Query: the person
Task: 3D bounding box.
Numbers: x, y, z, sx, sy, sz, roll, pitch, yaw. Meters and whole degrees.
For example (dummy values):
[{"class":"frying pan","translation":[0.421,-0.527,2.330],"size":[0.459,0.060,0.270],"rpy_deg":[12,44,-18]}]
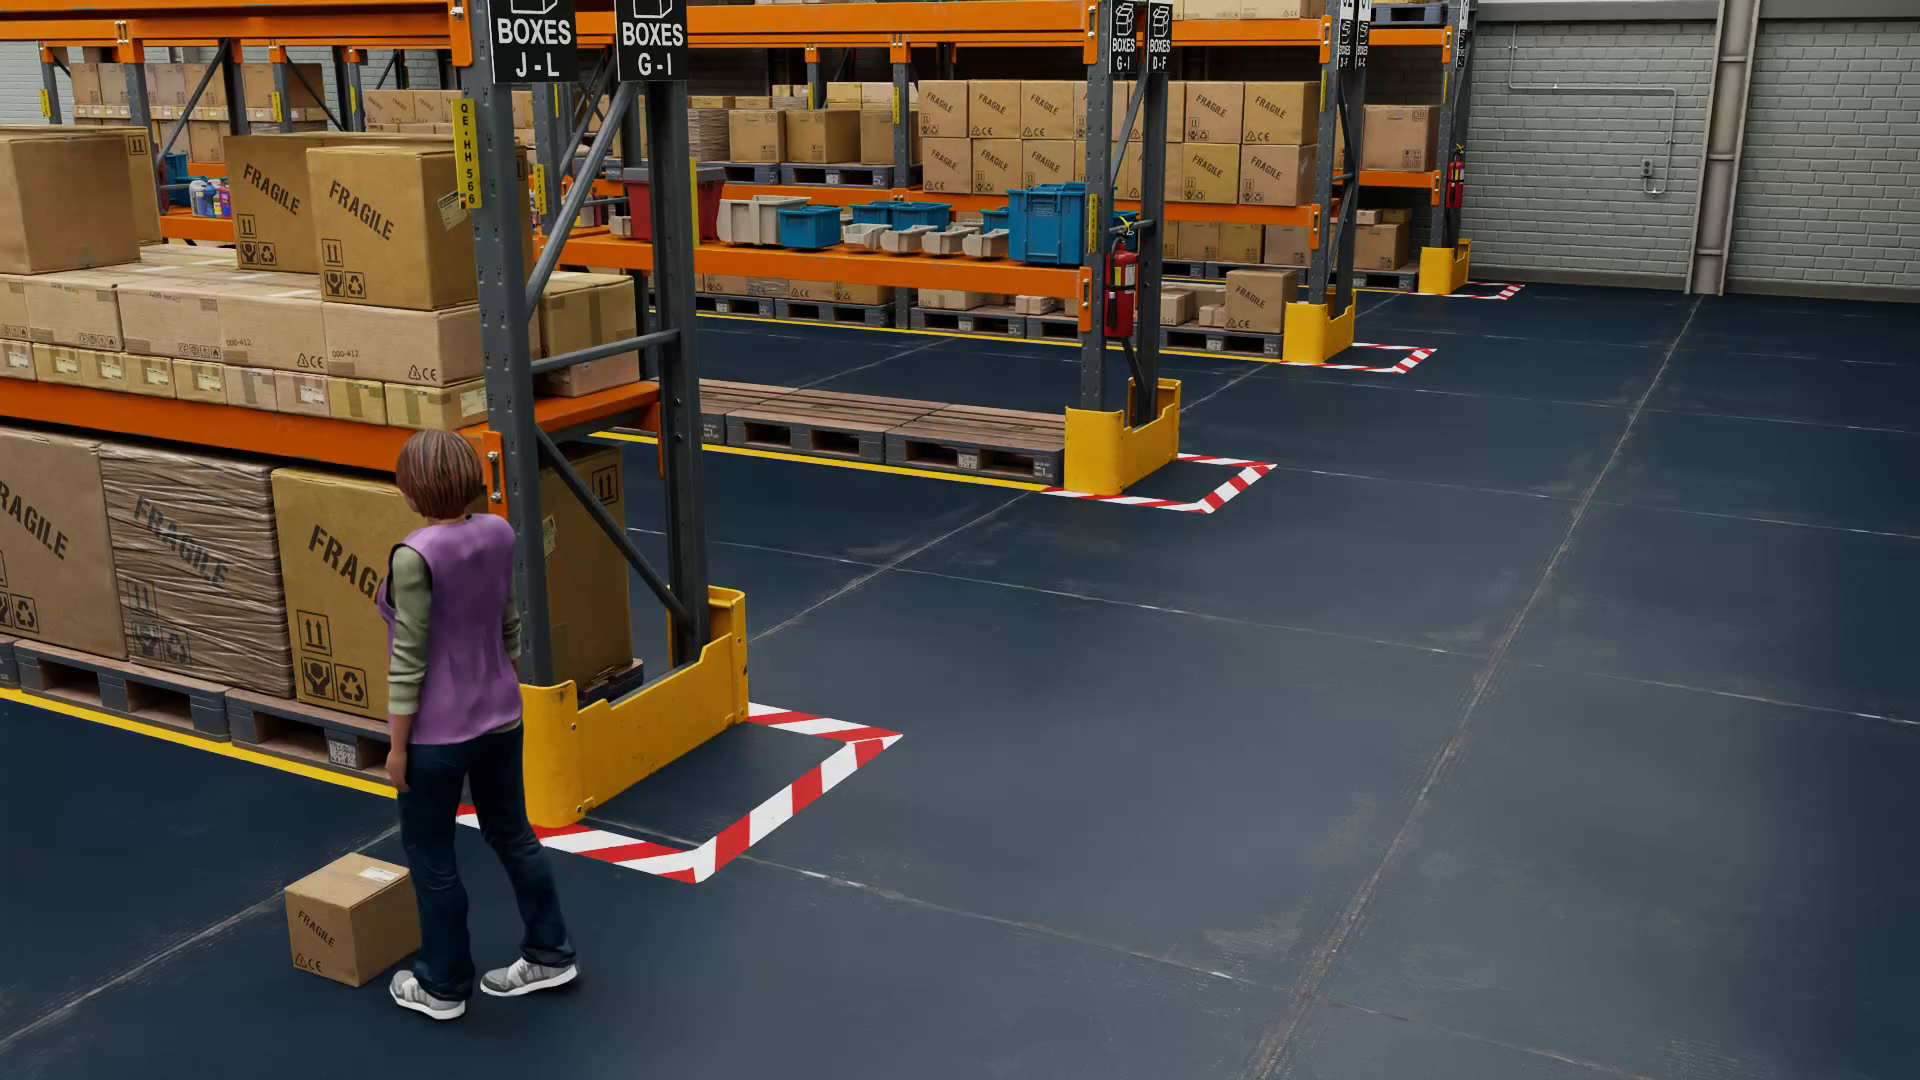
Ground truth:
[{"class":"person","translation":[-1.327,0.497,4.344],"size":[0.450,1.616,0.420],"rpy_deg":[9,18,27]}]
